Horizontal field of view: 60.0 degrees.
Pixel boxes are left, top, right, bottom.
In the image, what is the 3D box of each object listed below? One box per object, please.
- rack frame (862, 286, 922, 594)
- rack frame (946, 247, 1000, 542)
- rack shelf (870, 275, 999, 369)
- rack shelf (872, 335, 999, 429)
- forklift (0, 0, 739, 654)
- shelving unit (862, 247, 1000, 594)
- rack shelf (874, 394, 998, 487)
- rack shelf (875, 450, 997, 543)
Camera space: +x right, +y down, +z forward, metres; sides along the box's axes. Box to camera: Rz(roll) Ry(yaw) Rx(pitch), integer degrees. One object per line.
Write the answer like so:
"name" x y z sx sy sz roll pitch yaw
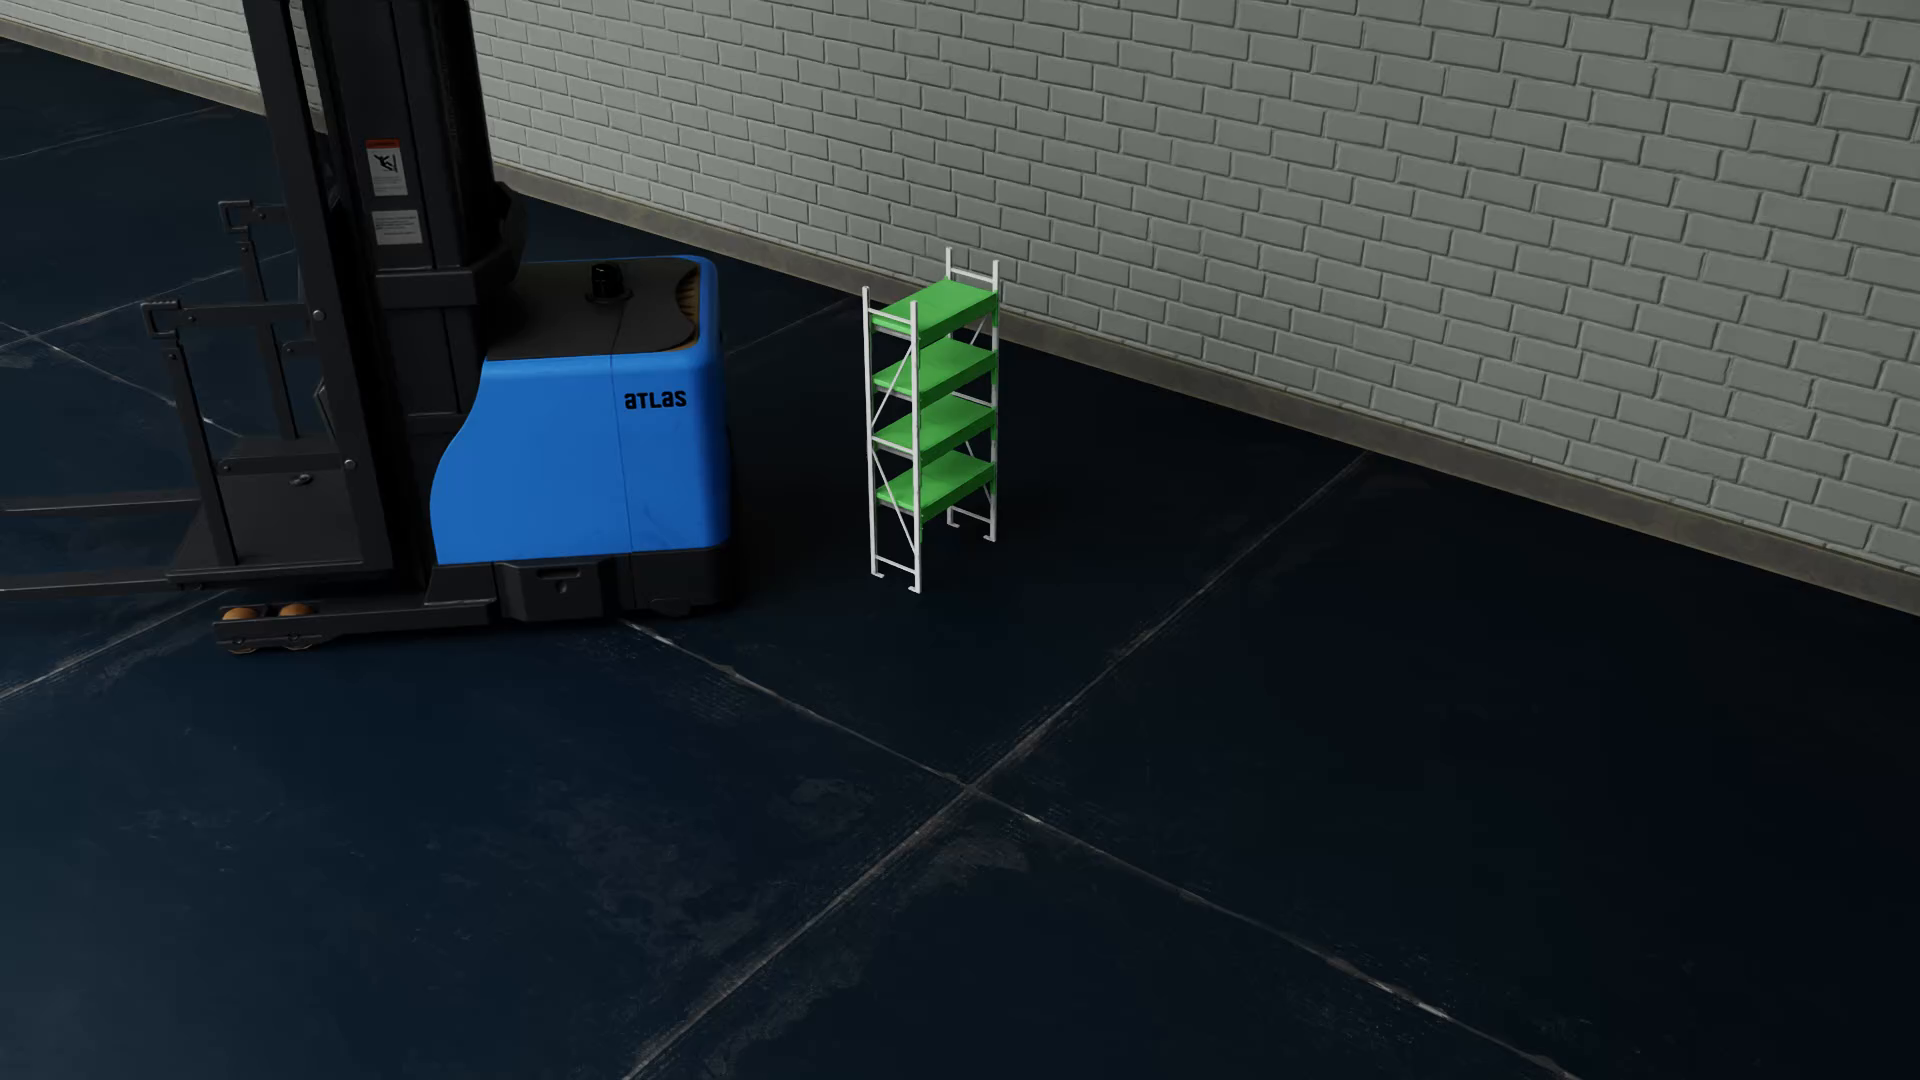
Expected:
"rack frame" -0.247 -0.350 6.163 0.240 1.200 0.015 21 37 31
"rack frame" 0.047 -0.548 6.498 0.240 1.200 0.015 21 37 31
"rack shelf" -0.100 -0.807 6.118 0.258 0.148 0.480 21 37 31
"rack shelf" -0.100 -0.600 6.241 0.258 0.148 0.480 21 37 31
"forklift" -2.393 -1.133 5.787 3.031 2.935 1.130 -4 31 -6
"shelving unit" -0.100 -0.449 6.331 0.258 1.200 0.503 21 37 31
"rack shelf" -0.100 -0.394 6.363 0.258 0.148 0.480 21 37 31
"rack shelf" -0.100 -0.187 6.486 0.258 0.148 0.480 21 37 31
